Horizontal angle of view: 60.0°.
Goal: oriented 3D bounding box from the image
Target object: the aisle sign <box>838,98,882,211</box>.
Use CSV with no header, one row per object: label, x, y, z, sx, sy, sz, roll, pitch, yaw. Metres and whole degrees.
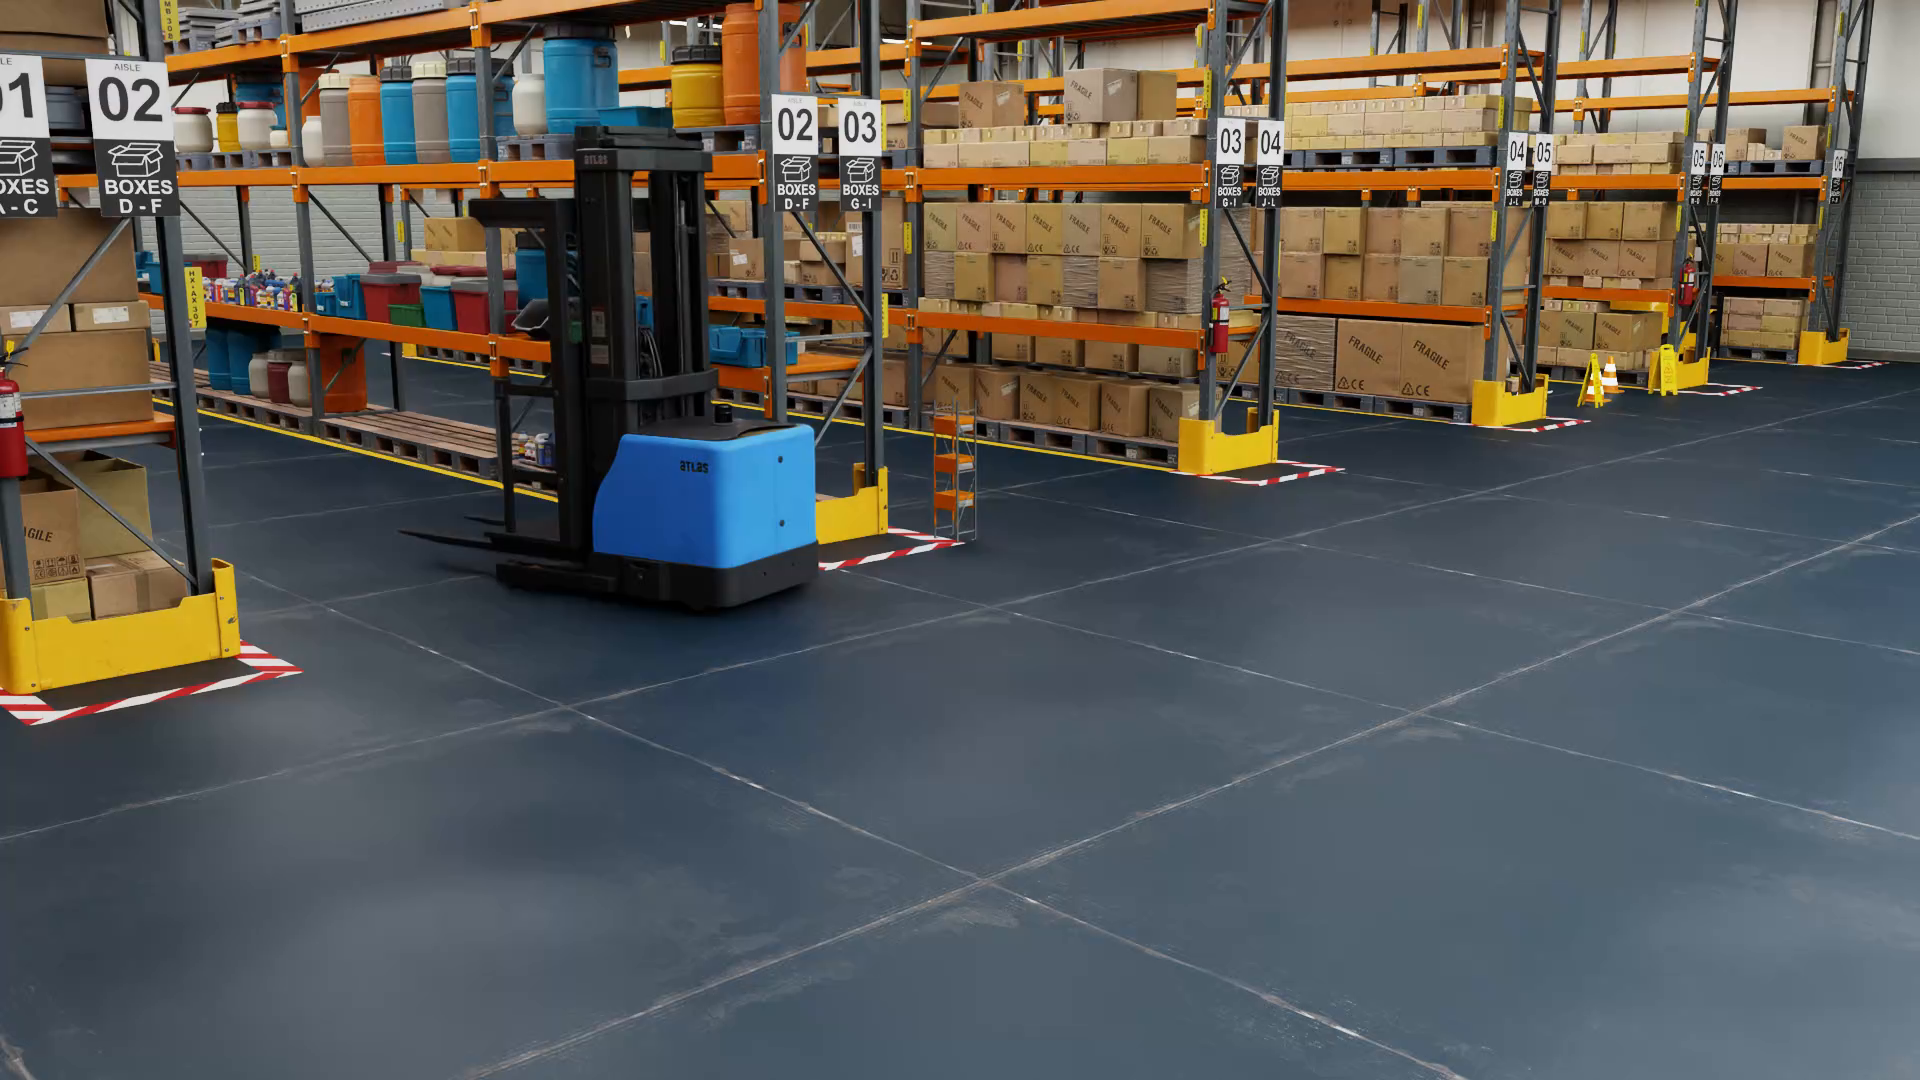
aisle sign,-0.717,-2.771,11.987,0.394,0.787,0.004,-11,16,-43

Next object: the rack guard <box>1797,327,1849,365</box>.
rack guard,13.375,-3.003,25.751,1.175,0.500,0.348,-11,16,-43

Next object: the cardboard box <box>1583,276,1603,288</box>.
cardboard box,8.741,-3.536,22.763,0.380,0.149,0.250,-11,16,-42

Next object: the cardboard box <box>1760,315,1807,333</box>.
cardboard box,12.796,-3.363,25.833,0.500,0.250,0.500,-11,16,-43

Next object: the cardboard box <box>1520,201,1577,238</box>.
cardboard box,8.245,-4.495,23.331,0.700,0.500,0.500,-11,16,-43

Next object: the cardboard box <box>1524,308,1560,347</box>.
cardboard box,8.323,-2.996,23.436,0.500,0.500,0.500,11,16,44

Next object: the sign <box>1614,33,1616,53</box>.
sign,11.014,-8.362,27.991,0.100,0.325,0.005,-11,16,-43

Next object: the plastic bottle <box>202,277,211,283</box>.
plastic bottle,-8.969,-2.984,19.771,0.152,0.276,0.135,-11,16,-43

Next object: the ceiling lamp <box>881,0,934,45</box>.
ceiling lamp,-1.226,-12.430,35.979,2.000,3.185,0.800,-11,16,-43

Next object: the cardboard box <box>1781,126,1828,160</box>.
cardboard box,12.876,-6.035,25.299,0.500,0.500,0.500,-10,15,-41

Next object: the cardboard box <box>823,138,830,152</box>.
cardboard box,-1.526,-4.562,19.225,0.250,0.166,0.380,11,16,44

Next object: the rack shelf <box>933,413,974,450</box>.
rack shelf,-0.037,-0.790,12.289,0.215,0.259,0.240,-11,16,-43

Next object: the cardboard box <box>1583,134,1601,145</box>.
cardboard box,8.682,-5.442,22.607,0.380,0.149,0.250,-11,16,-43

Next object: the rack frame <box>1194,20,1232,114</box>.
rack frame,5.071,-8.921,33.410,1.000,3.000,0.127,-11,16,-43

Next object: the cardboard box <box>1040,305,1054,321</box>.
cardboard box,1.023,-2.298,16.756,0.380,0.149,0.250,-11,16,-43

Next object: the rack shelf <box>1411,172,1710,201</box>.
rack shelf,8.390,-4.948,23.342,1.077,0.370,4.000,-11,16,-43

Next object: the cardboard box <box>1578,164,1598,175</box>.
cardboard box,8.634,-5.049,22.676,0.380,0.149,0.250,-11,16,-43

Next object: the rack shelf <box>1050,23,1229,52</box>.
rack shelf,3.690,-10.488,34.564,1.077,0.370,4.000,-11,16,-43

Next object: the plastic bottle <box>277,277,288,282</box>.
plastic bottle,-8.067,-2.999,19.844,0.152,0.276,0.135,-11,16,-43

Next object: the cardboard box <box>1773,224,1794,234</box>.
cardboard box,12.766,-4.798,25.675,0.380,0.149,0.250,-11,16,-42

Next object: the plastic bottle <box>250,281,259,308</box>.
plastic bottle,-7.881,-2.745,18.589,0.061,0.283,0.133,-11,16,-43

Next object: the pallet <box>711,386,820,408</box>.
pallet,-2.383,-1.846,20.846,1.003,0.211,1.213,-11,16,-43

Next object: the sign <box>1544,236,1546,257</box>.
sign,6.666,-3.374,19.011,0.100,0.325,0.005,-11,16,-43

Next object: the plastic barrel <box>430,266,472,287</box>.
plastic barrel,-5.049,-2.459,16.574,0.433,0.535,0.433,0,12,0

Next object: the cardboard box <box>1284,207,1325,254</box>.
cardboard box,4.465,-3.800,20.374,0.875,0.550,0.550,-11,16,-43

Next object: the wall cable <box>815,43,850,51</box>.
wall cable,-2.824,-10.109,39.083,2.988,3.039,0.133,-11,16,-43

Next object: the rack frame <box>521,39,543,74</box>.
rack frame,-5.684,-6.848,23.348,1.000,3.000,0.127,-11,16,-43

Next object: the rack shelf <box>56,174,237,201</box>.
rack shelf,-10.647,-4.628,21.790,1.077,0.370,4.000,-11,16,-43

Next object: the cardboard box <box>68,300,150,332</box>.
cardboard box,-4.679,-1.232,9.103,0.380,0.149,0.250,-11,16,-43

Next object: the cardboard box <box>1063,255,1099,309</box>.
cardboard box,1.497,-2.572,16.477,0.875,0.500,0.500,-11,16,-43

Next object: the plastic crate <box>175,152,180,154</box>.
plastic crate,-9.926,-4.844,21.379,0.497,0.269,0.590,-11,16,-43

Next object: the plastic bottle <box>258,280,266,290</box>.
plastic bottle,-7.904,-2.792,18.817,0.061,0.283,0.133,-11,16,-43

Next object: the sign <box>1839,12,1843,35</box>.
sign,12.956,-7.592,24.451,0.100,0.325,0.005,-11,16,-43

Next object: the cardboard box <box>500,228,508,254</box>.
cardboard box,-6.538,-4.452,24.365,0.500,0.500,0.500,-11,16,-42

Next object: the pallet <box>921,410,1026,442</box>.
pallet,0.330,-1.283,18.115,1.003,0.211,1.213,-11,16,-43

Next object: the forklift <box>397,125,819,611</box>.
forklift,-2.459,-1.192,10.936,3.031,2.935,1.130,7,13,29

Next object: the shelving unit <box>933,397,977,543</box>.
shelving unit,-0.037,-0.522,12.344,0.215,1.050,0.252,-11,16,-43

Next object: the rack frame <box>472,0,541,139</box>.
rack frame,-3.741,-4.990,14.331,1.000,3.000,0.127,-11,16,-43

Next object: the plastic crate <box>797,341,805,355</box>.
plastic crate,-1.364,-1.514,12.981,0.298,0.136,0.250,-11,16,-43

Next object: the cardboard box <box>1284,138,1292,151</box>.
cardboard box,4.028,-4.808,20.214,0.380,0.149,0.250,-11,16,-43

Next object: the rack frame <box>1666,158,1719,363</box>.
rack frame,9.771,-3.539,22.155,1.000,3.000,0.127,-11,16,-43

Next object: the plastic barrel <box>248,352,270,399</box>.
plastic barrel,-8.088,-1.926,19.453,0.421,0.512,0.421,0,12,0

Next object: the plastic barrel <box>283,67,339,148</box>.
plastic barrel,-6.894,-4.604,17.785,0.600,0.830,0.708,-11,16,-43

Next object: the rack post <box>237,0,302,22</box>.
rack post,-7.034,-5.637,17.657,0.954,0.300,0.937,-11,16,-43

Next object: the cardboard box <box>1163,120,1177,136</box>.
cardboard box,2.091,-3.800,15.374,0.250,0.149,0.380,11,16,43

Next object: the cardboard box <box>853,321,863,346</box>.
cardboard box,-1.342,-3.345,26.370,0.500,0.500,0.500,-10,15,-40

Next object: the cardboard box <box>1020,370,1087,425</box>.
cardboard box,0.975,-1.497,17.398,0.500,0.500,0.500,10,15,40

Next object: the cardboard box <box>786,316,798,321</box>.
cardboard box,-2.666,-3.734,27.652,0.380,0.149,0.250,-11,16,-42

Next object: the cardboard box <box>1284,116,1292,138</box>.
cardboard box,3.983,-5.030,20.307,0.500,0.250,0.500,-11,16,-43

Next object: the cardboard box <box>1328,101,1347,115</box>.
cardboard box,4.554,-5.087,19.594,0.380,0.149,0.250,-11,16,-43

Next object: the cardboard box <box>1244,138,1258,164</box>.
cardboard box,2.457,-3.660,15.681,0.500,0.250,0.500,-10,15,-41

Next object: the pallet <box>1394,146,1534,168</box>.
pallet,5.740,-4.367,18.960,1.003,0.211,1.213,-11,16,-43

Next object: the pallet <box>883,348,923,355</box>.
pallet,-0.641,-2.928,26.103,1.003,0.211,1.213,-11,16,-43

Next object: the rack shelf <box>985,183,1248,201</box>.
rack shelf,2.117,-4.827,22.756,1.077,0.370,4.000,-11,16,-43

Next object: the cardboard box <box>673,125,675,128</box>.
cardboard box,-3.395,-5.130,21.147,0.797,0.503,0.637,-10,15,-39

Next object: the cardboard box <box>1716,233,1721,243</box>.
cardboard box,12.012,-4.793,26.388,0.380,0.149,0.250,-11,16,-42
